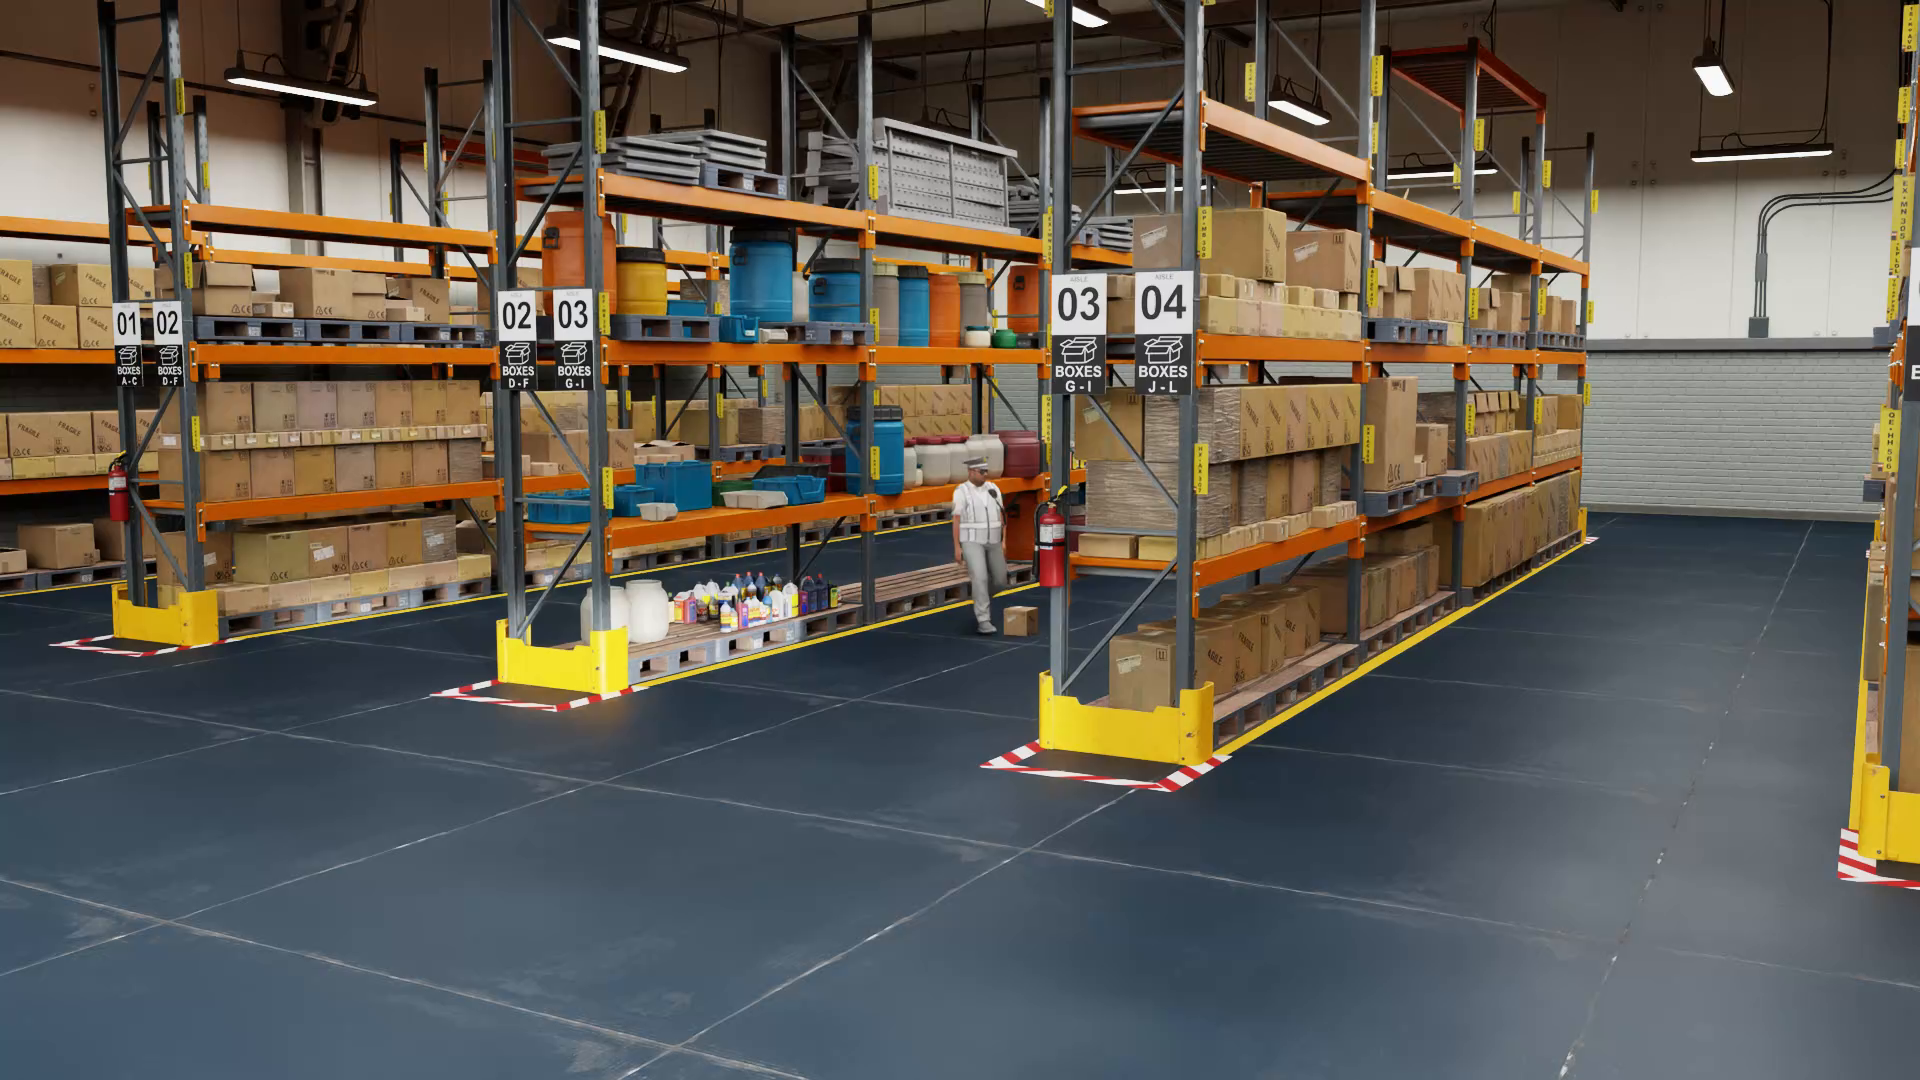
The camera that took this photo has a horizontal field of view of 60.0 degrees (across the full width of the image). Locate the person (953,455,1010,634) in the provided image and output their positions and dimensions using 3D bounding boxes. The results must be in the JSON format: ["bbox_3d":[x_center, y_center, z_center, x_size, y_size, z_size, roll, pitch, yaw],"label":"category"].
[{"bbox_3d":[0.238,0.022,16.422,0.568,1.719,0.805,-4,7,-32],"label":"person"}]
